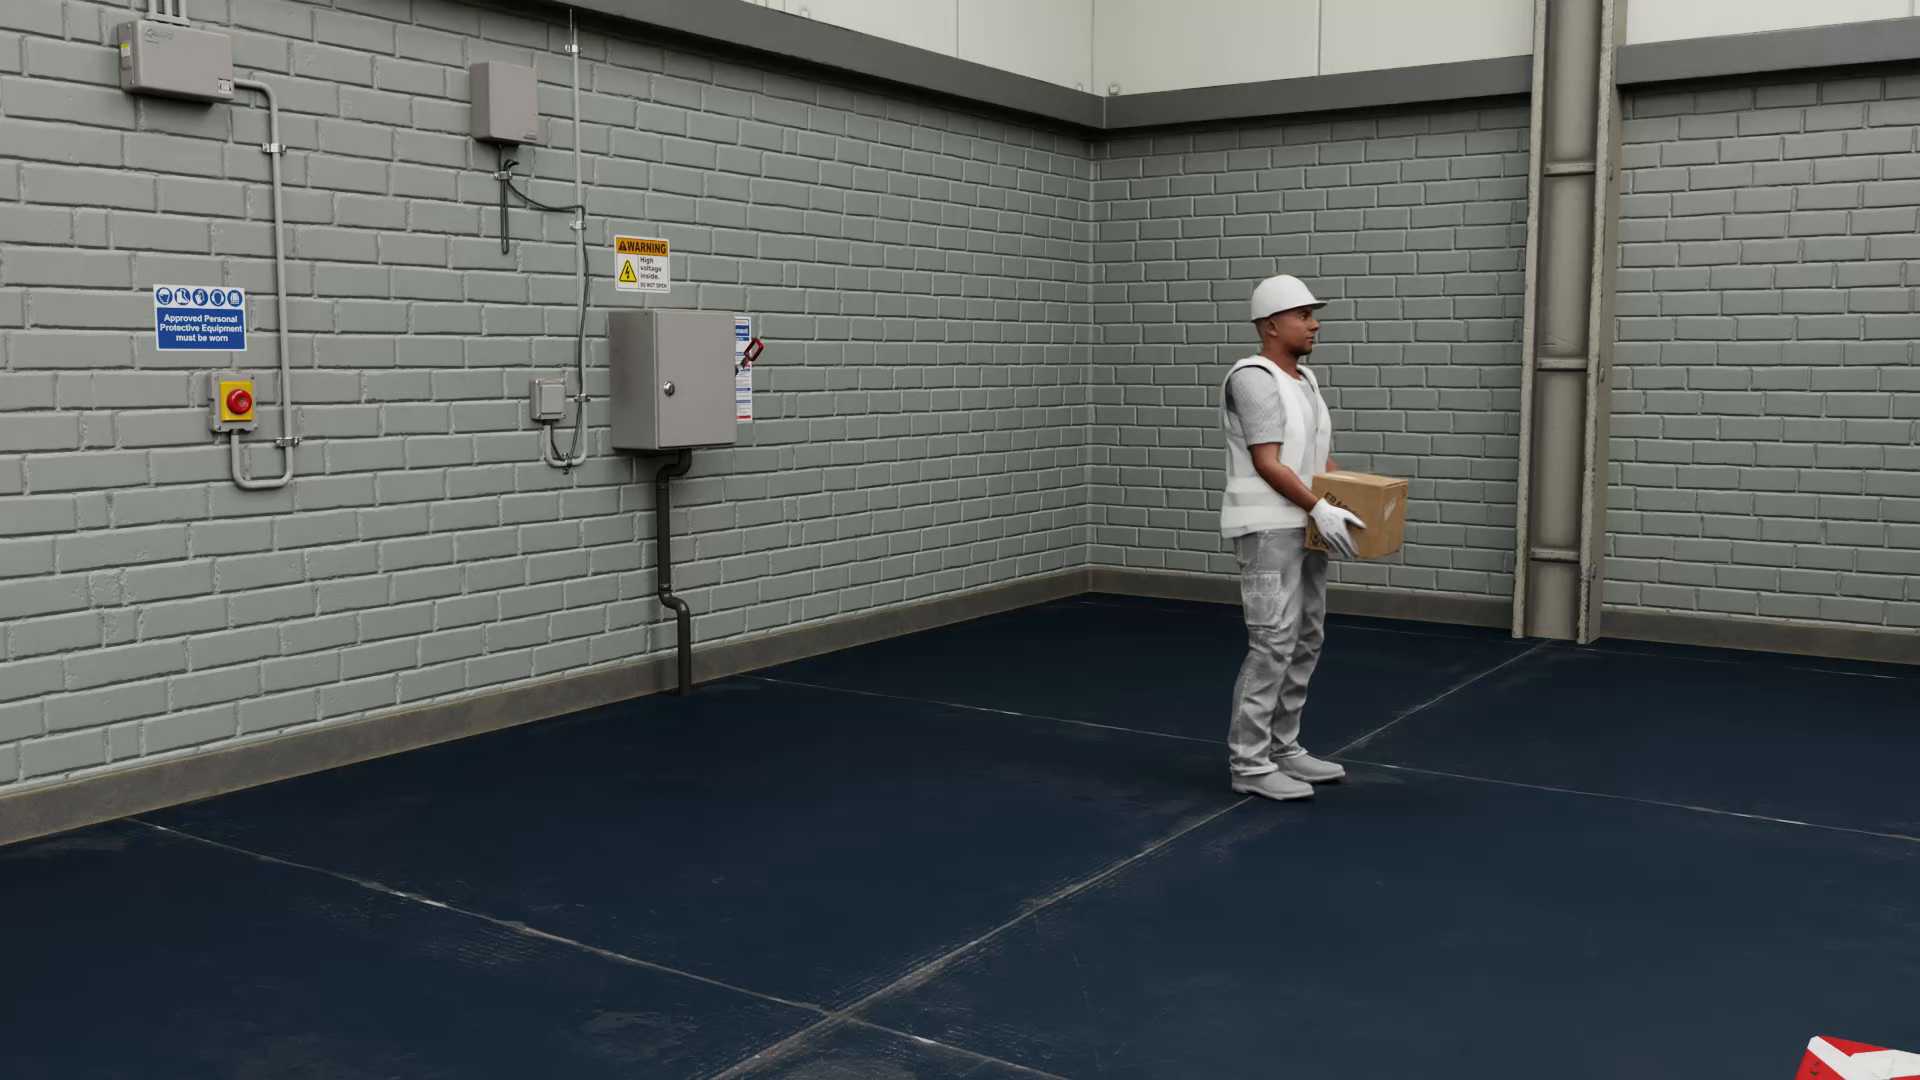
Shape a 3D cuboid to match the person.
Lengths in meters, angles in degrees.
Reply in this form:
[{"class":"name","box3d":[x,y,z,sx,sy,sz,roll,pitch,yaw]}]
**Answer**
[{"class":"person","box3d":[1.191,-0.017,5.763,0.541,1.789,0.532,4,7,33]}]
